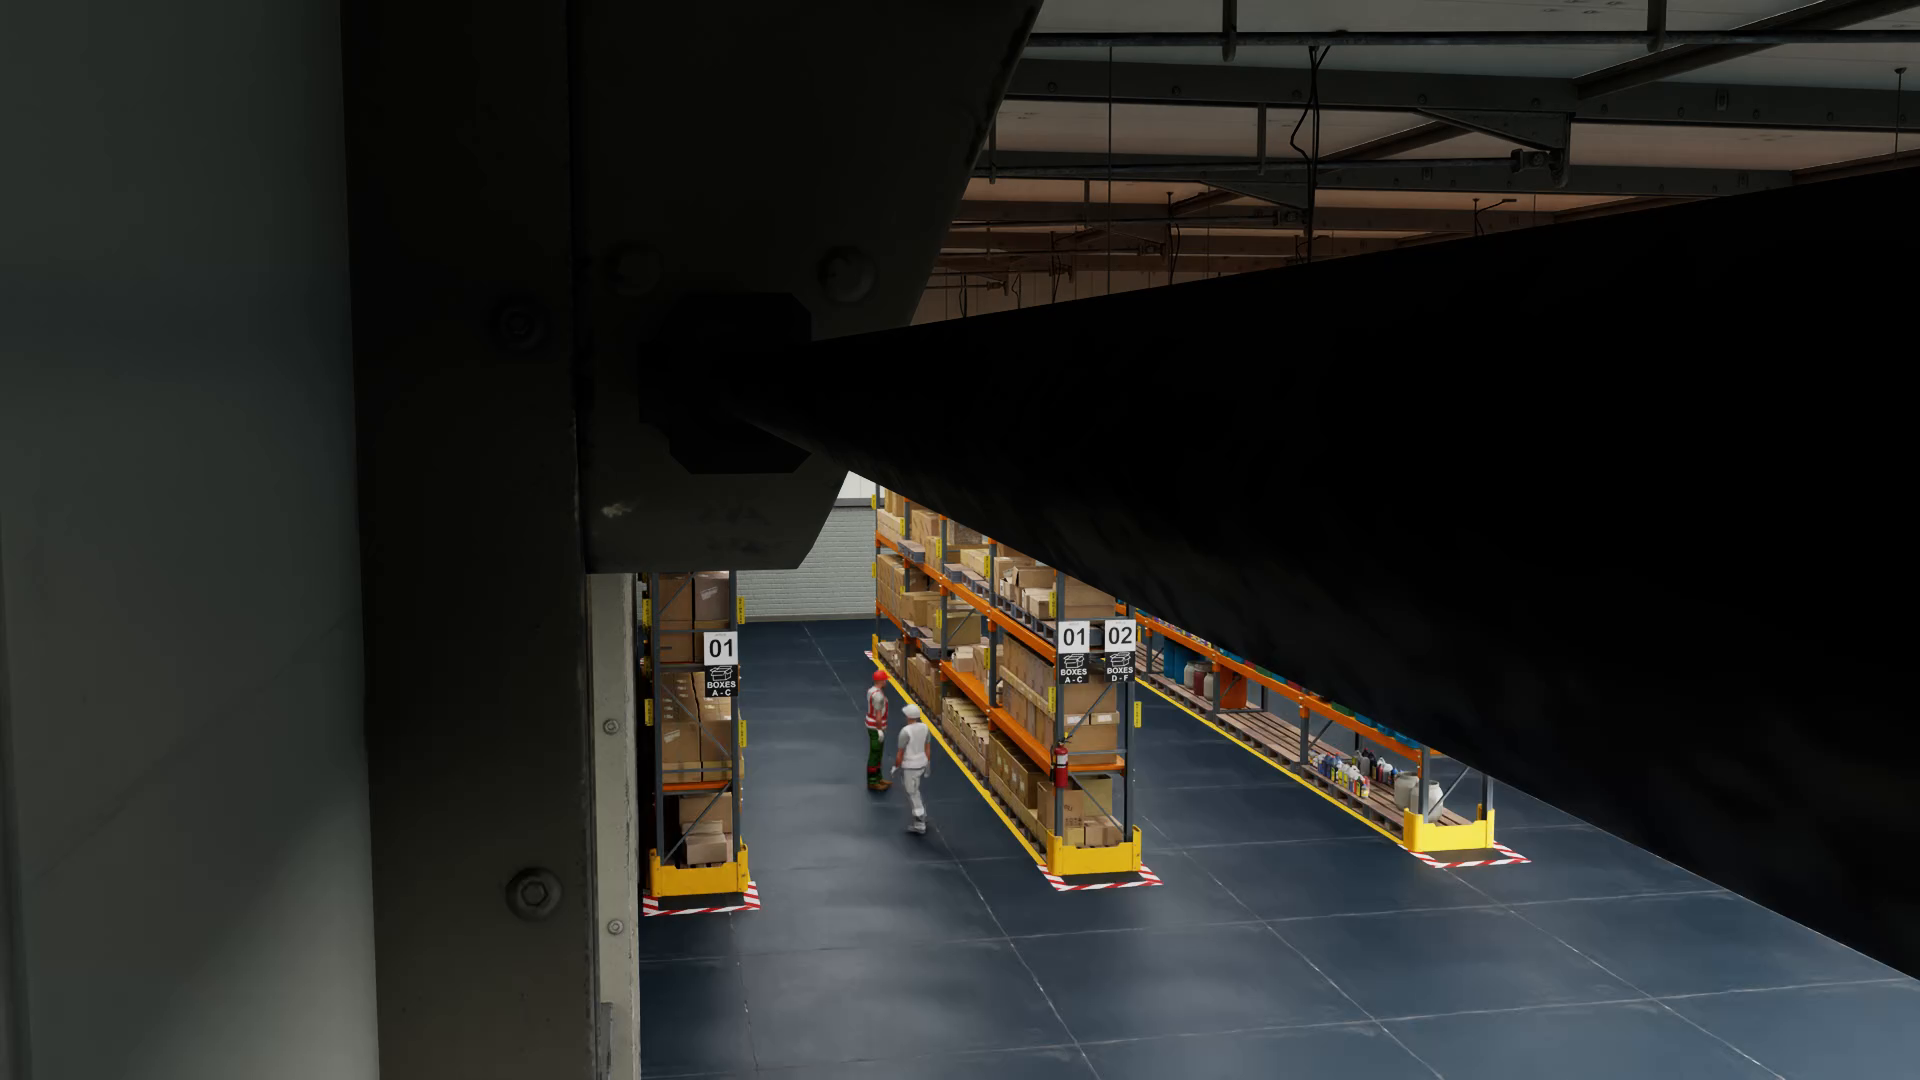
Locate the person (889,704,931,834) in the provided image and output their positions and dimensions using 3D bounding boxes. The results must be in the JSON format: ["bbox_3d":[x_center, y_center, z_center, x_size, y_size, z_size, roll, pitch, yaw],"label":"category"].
[{"bbox_3d":[-0.687,3.125,22.659,0.482,1.818,0.543,3,6,24],"label":"person"}]

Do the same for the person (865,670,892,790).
[{"bbox_3d":[-1.224,2.856,25.141,0.402,1.801,0.563,-1,6,-9],"label":"person"}]
